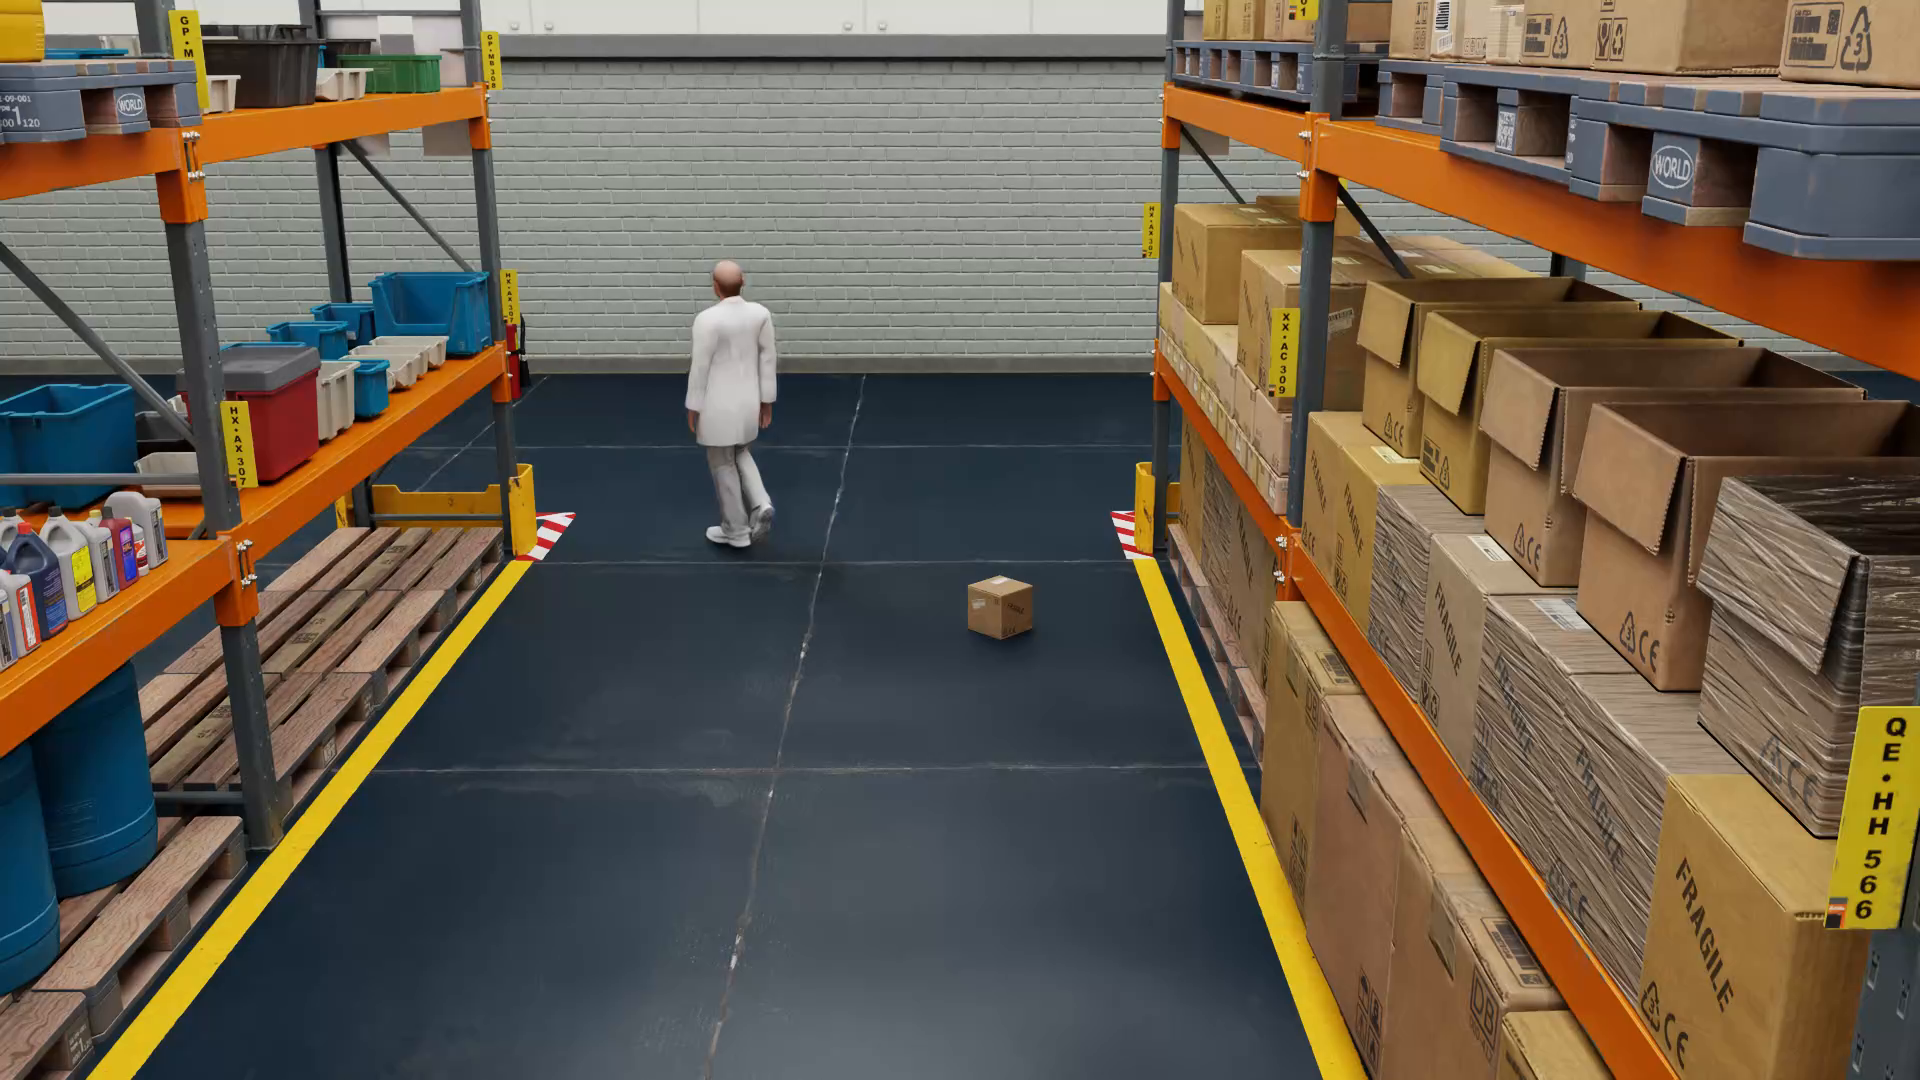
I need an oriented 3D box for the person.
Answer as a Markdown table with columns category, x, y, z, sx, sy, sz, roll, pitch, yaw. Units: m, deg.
| category | x | y | z | sx | sy | sz | roll | pitch | yaw |
| --- | --- | --- | --- | --- | --- | --- | --- | --- | --- |
| person | -1.428 | -0.823 | 10.247 | 0.579 | 1.800 | 0.510 | -15 | 23 | -41 |
